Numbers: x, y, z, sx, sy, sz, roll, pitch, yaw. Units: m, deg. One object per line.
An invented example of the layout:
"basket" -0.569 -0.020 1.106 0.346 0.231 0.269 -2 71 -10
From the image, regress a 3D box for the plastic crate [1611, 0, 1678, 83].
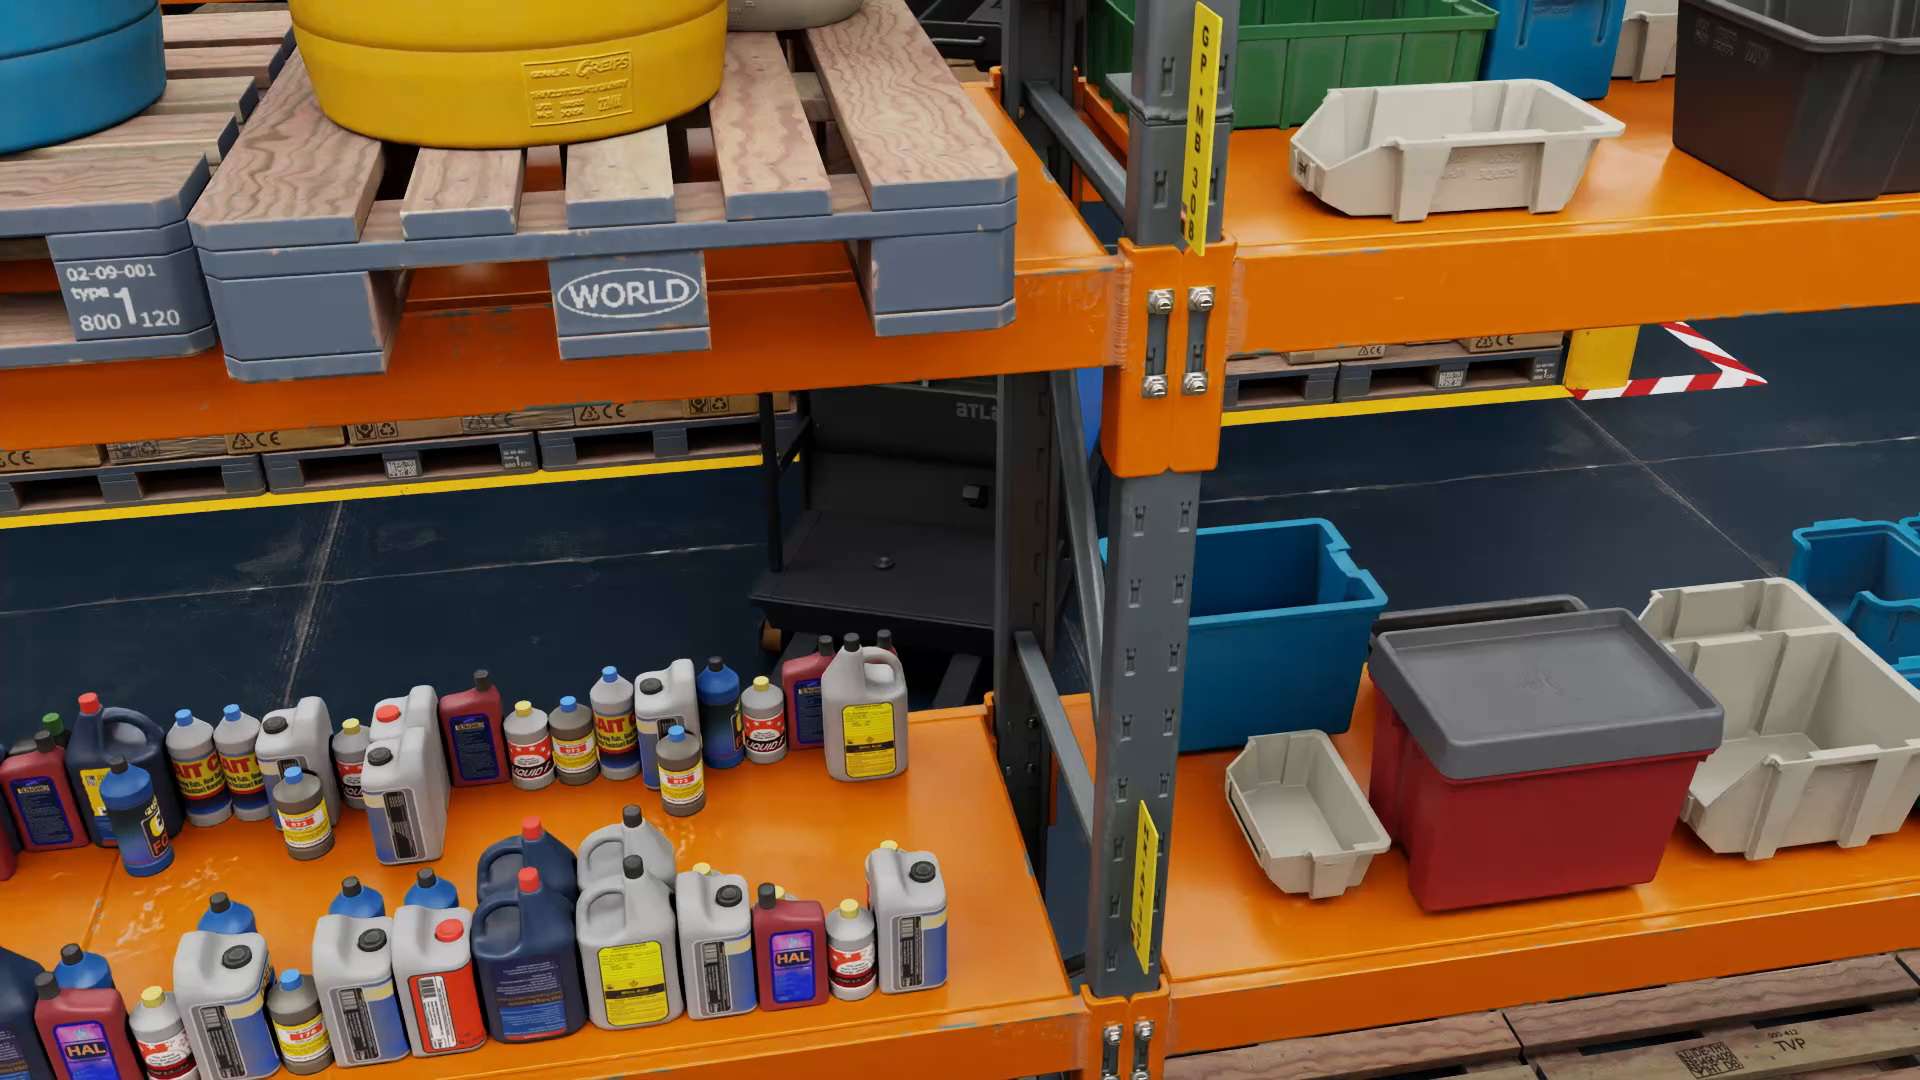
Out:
"plastic crate" 1.413 -1.020 3.326 0.466 0.136 0.293 -5 31 -9

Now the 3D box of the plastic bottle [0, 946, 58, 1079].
"plastic bottle" -1.698 0.834 2.921 0.185 0.351 0.144 -5 31 -9

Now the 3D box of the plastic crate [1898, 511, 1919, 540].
"plastic crate" 2.568 0.125 4.184 0.300 0.233 0.416 -5 31 -9

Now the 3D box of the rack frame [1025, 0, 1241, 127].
"rack frame" 0.230 -2.121 1.979 0.127 3.000 1.000 -5 31 -9

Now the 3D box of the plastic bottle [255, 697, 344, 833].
"plastic bottle" -1.433 0.477 3.602 0.135 0.276 0.152 -5 31 -9

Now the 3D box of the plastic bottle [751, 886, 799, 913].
"plastic bottle" -0.350 0.754 3.204 0.097 0.201 0.097 0 30 0

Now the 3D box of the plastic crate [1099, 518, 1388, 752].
"plastic crate" 0.628 0.234 3.850 0.575 0.384 0.392 -5 31 -9

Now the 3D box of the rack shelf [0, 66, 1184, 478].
"rack shelf" -1.737 -0.335 2.611 4.000 0.370 1.077 -5 31 -9

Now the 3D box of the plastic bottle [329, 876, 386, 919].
"plastic bottle" -1.128 0.749 3.144 0.097 0.271 0.097 0 30 0

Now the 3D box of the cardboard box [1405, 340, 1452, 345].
"cardboard box" 2.371 -1.174 8.648 0.250 0.166 0.380 -5 31 -9

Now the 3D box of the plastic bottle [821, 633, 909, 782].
"plastic bottle" -0.214 0.361 3.726 0.185 0.351 0.144 -5 31 -9

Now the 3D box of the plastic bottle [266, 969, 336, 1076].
"plastic bottle" -1.196 0.864 3.017 0.097 0.201 0.097 0 30 0

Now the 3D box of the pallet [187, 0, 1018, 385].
"pallet" -0.523 -0.626 2.582 1.003 0.211 1.213 -5 31 -9

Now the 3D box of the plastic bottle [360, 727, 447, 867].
"plastic bottle" -1.177 0.531 3.509 0.135 0.276 0.152 -5 31 -9

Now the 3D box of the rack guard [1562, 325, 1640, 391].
"rack guard" 3.202 -1.285 8.943 0.348 0.500 1.175 -5 31 -9

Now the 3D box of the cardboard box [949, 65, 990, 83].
"cardboard box" -0.108 -1.958 7.523 0.500 0.500 0.500 -5 31 -8

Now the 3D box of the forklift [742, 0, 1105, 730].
"forklift" -0.159 -0.915 5.915 1.130 2.935 3.031 7 31 11

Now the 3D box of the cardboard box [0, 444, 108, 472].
"cardboard box" -4.094 -0.651 7.429 0.500 0.500 0.500 -4 31 -7

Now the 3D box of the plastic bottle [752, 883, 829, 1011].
"plastic bottle" -0.318 0.757 3.119 0.133 0.283 0.061 -5 31 -9

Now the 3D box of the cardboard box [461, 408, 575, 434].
"cardboard box" -2.073 -0.842 7.755 0.500 0.500 0.500 -5 31 -8

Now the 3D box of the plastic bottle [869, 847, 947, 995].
"plastic bottle" -0.099 0.716 3.195 0.135 0.276 0.152 -5 31 -9

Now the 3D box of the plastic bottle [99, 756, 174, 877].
"plastic bottle" -1.717 0.565 3.456 0.097 0.271 0.097 0 30 0

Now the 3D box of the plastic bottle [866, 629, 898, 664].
"plastic bottle" -0.207 0.336 3.834 0.133 0.283 0.061 -5 31 -9

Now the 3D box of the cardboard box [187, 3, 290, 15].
"cardboard box" -3.060 -1.966 7.121 0.500 0.500 0.700 0 30 0

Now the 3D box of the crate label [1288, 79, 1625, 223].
"crate label" 0.764 -0.615 2.637 0.466 0.136 0.293 -5 31 -9

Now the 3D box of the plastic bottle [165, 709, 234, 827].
"plastic bottle" -1.647 0.485 3.593 0.097 0.271 0.097 0 30 0

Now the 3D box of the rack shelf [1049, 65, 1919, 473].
"rack shelf" 2.198 -0.700 3.232 4.000 0.370 1.077 -5 31 -9

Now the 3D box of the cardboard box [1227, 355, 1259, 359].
"cardboard box" 1.189 -1.292 8.517 0.637 0.503 0.797 -5 31 -9

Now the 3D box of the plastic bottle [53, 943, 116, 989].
"plastic bottle" -1.566 0.837 2.994 0.097 0.271 0.097 0 30 0

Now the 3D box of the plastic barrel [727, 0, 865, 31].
"plastic barrel" -0.333 -1.144 2.729 0.433 0.535 0.433 0 30 0

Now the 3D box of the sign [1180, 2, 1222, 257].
"sign" 0.328 -0.557 2.270 0.005 0.325 0.100 -5 31 -9

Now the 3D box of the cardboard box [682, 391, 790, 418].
"cardboard box" -1.092 -0.929 7.902 0.500 0.500 0.500 -5 31 -9

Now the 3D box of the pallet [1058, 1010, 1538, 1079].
"pallet" 0.947 1.581 4.353 1.213 0.211 1.003 -5 31 -9

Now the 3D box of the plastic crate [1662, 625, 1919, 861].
"plastic crate" 1.766 0.443 3.595 0.530 0.282 0.437 -5 31 -9

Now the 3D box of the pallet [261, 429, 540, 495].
"pallet" -2.654 -0.596 8.056 1.213 0.211 1.003 -5 31 -9

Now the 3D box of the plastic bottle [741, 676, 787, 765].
"plastic bottle" -0.449 0.404 3.800 0.097 0.201 0.097 0 30 0

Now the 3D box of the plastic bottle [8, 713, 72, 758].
"plastic bottle" -1.946 0.498 3.559 0.133 0.283 0.061 -5 31 -9

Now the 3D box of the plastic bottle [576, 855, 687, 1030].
"plastic bottle" -0.615 0.734 3.092 0.185 0.351 0.144 -5 31 -9

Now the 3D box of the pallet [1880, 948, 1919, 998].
"pallet" 3.347 1.358 4.732 1.213 0.211 1.003 -5 31 -9

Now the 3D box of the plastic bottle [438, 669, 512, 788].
"plastic bottle" -1.081 0.417 3.696 0.133 0.283 0.061 -5 31 -9

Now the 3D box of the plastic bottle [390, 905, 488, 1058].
"plastic bottle" -0.955 0.795 3.060 0.135 0.276 0.152 -5 31 -9

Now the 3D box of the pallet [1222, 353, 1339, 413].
"pallet" 1.220 -0.978 8.705 1.213 0.211 1.003 -5 31 -9

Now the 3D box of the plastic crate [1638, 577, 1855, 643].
"plastic crate" 1.889 0.244 4.076 0.466 0.136 0.293 -5 31 -9

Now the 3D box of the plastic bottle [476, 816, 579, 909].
"plastic bottle" -0.823 0.679 3.185 0.185 0.351 0.144 -5 31 -9

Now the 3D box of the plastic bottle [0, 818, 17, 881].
"plastic bottle" -2.051 0.582 3.416 0.133 0.283 0.061 -5 31 -9

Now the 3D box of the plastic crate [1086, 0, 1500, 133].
"plastic crate" 0.593 -0.926 3.115 0.662 0.188 0.450 -5 31 -9

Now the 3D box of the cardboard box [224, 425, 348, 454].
"cardboard box" -3.085 -0.745 7.589 0.500 0.500 0.500 -6 31 -10

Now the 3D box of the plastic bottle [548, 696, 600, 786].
"plastic bottle" -0.868 0.443 3.734 0.097 0.201 0.097 0 30 0

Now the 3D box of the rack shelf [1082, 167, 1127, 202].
"rack shelf" 1.309 -1.877 8.193 4.000 0.370 1.077 -5 31 -9

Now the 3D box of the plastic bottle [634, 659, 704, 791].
"plastic bottle" -0.654 0.405 3.725 0.135 0.276 0.152 -5 31 -9

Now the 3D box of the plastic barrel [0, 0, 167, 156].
"plastic barrel" -1.421 -0.993 2.111 0.708 0.901 0.600 -5 31 -9

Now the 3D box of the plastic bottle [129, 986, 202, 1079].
"plastic bottle" -1.424 0.885 2.981 0.097 0.201 0.097 0 30 0

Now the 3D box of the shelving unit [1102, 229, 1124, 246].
"shelving unit" 0.657 -0.897 7.727 0.215 1.050 0.252 -5 31 -14
